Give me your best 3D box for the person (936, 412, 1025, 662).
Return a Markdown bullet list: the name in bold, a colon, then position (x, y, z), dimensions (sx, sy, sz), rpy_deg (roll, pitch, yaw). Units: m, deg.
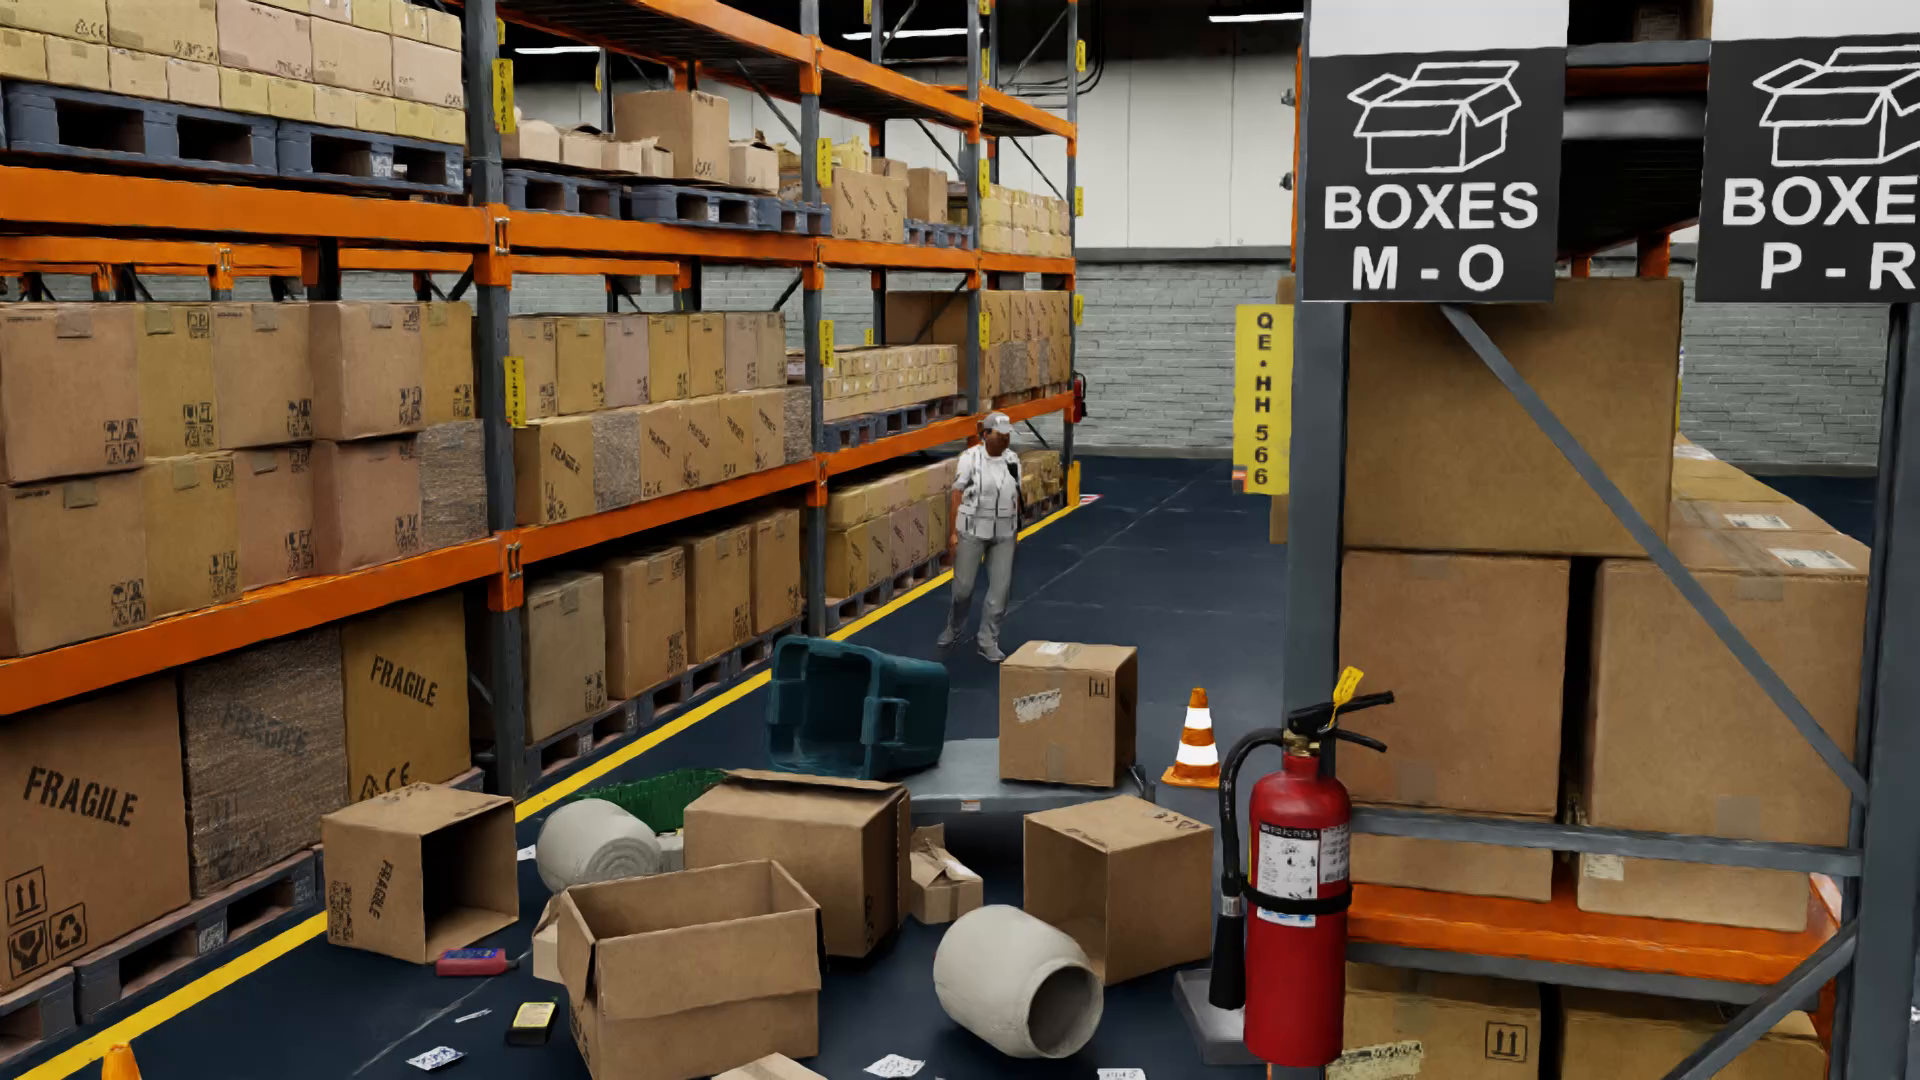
- **person**: position (0.144, -0.031, 11.050), dimensions (0.553, 1.653, 0.555), rpy_deg (-3, 9, -18)
